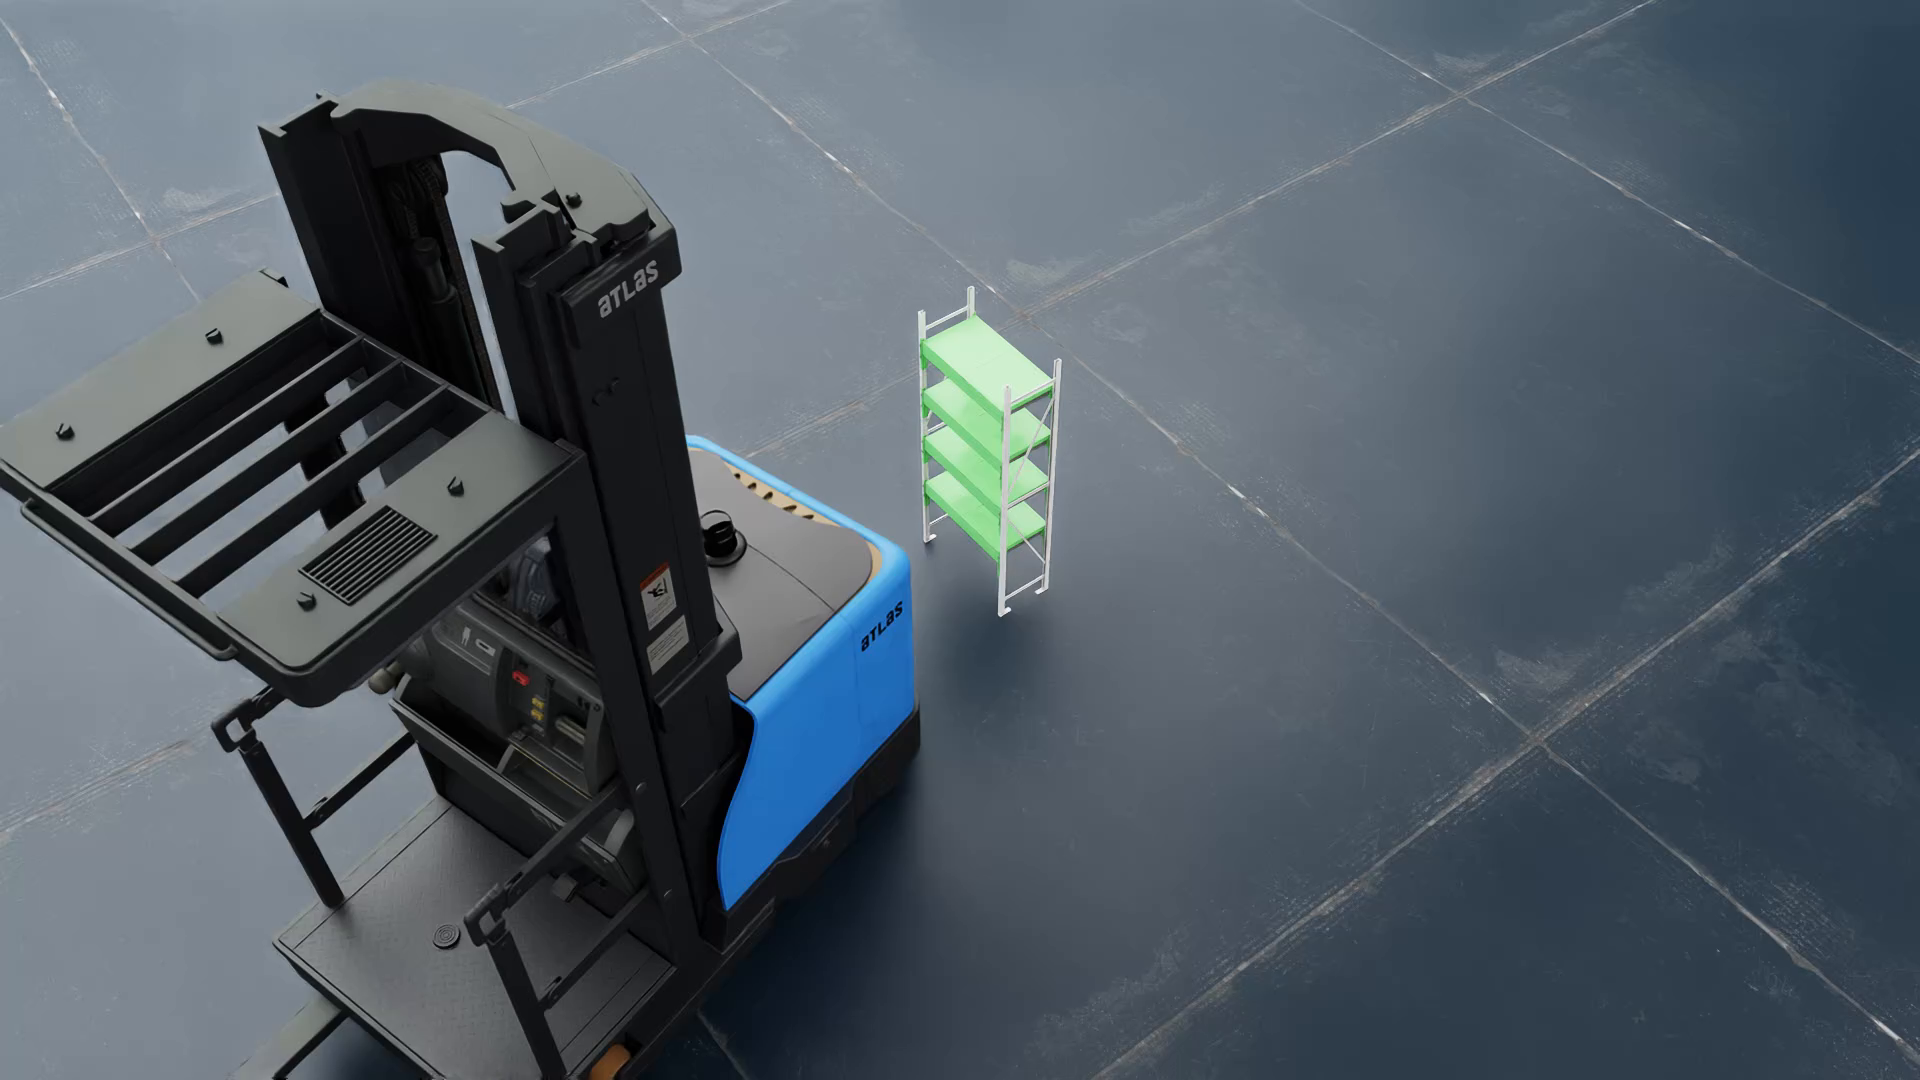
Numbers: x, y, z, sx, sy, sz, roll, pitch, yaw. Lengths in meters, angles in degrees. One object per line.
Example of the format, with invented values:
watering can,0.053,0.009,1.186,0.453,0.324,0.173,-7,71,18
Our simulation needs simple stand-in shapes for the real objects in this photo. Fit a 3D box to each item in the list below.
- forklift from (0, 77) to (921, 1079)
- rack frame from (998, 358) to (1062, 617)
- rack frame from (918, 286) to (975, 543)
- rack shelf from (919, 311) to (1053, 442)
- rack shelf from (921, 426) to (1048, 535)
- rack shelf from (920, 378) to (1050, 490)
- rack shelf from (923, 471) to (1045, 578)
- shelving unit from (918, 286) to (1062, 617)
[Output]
forklift,-1.418,0.447,4.365,1.130,2.935,3.031,29,54,23
rack frame,0.248,-0.162,6.085,0.240,1.200,0.015,-29,54,-24
rack frame,-0.048,-0.449,6.346,0.240,1.200,0.015,-29,54,-24
rack shelf,0.100,-0.585,5.908,0.258,0.148,0.480,-29,54,-24
rack shelf,0.100,-0.262,6.263,0.258,0.148,0.480,-29,54,-24
rack shelf,0.100,-0.424,6.085,0.258,0.148,0.480,-29,54,-24
rack shelf,0.100,-0.101,6.441,0.258,0.148,0.480,-29,54,-24
shelving unit,0.100,-0.305,6.216,0.258,1.200,0.503,-29,54,-24
